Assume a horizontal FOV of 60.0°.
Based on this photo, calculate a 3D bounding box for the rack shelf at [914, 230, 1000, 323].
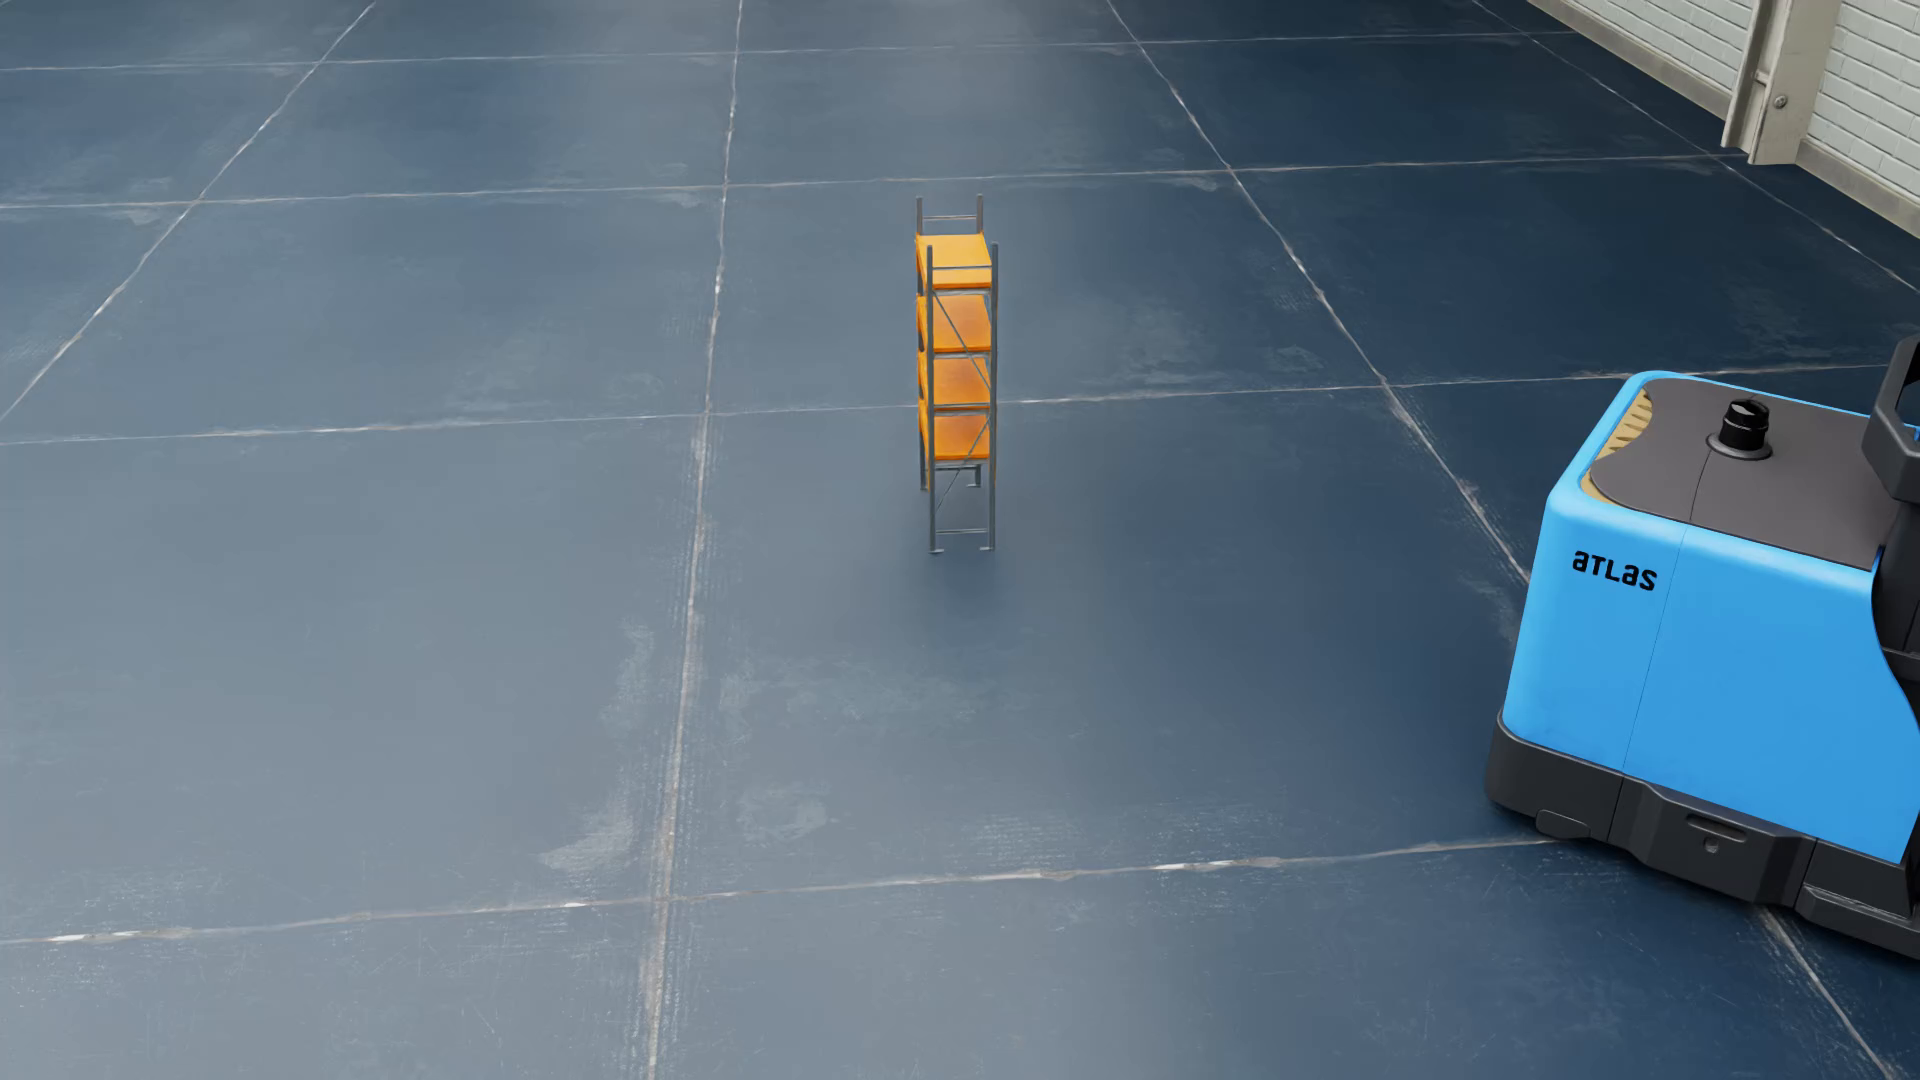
[{"bbox_3d":[-0.015,-0.937,5.882,0.258,0.148,0.480,-3,31,-5],"label":"rack shelf"}]

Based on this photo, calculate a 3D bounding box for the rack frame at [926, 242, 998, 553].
[{"bbox_3d":[0.007,-0.475,5.875,0.240,1.200,0.015,-3,31,-5],"label":"rack frame"}]

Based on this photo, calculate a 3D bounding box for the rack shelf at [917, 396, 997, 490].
[{"bbox_3d":[-0.015,-0.371,6.220,0.258,0.148,0.480,-3,31,-5],"label":"rack shelf"}]

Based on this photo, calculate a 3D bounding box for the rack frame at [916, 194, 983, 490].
[{"bbox_3d":[-0.038,-0.724,6.292,0.240,1.200,0.015,-3,31,-5],"label":"rack frame"}]

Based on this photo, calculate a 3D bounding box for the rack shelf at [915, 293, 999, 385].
[{"bbox_3d":[-0.015,-0.734,6.004,0.258,0.148,0.480,-3,31,-5],"label":"rack shelf"}]

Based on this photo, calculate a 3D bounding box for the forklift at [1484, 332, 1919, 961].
[{"bbox_3d":[3.059,-0.256,3.820,3.031,2.935,1.130,18,35,28],"label":"forklift"}]

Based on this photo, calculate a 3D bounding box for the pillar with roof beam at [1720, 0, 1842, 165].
[{"bbox_3d":[0.630,-6.032,7.574,9.100,9.000,0.400,-3,31,-5],"label":"pillar with roof beam"}]

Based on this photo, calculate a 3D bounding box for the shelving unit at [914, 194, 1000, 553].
[{"bbox_3d":[-0.015,-0.600,6.084,0.258,1.200,0.503,-3,31,-5],"label":"shelving unit"}]

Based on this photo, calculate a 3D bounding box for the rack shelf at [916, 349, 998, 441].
[{"bbox_3d":[-0.015,-0.542,6.118,0.258,0.148,0.480,-3,31,-5],"label":"rack shelf"}]
